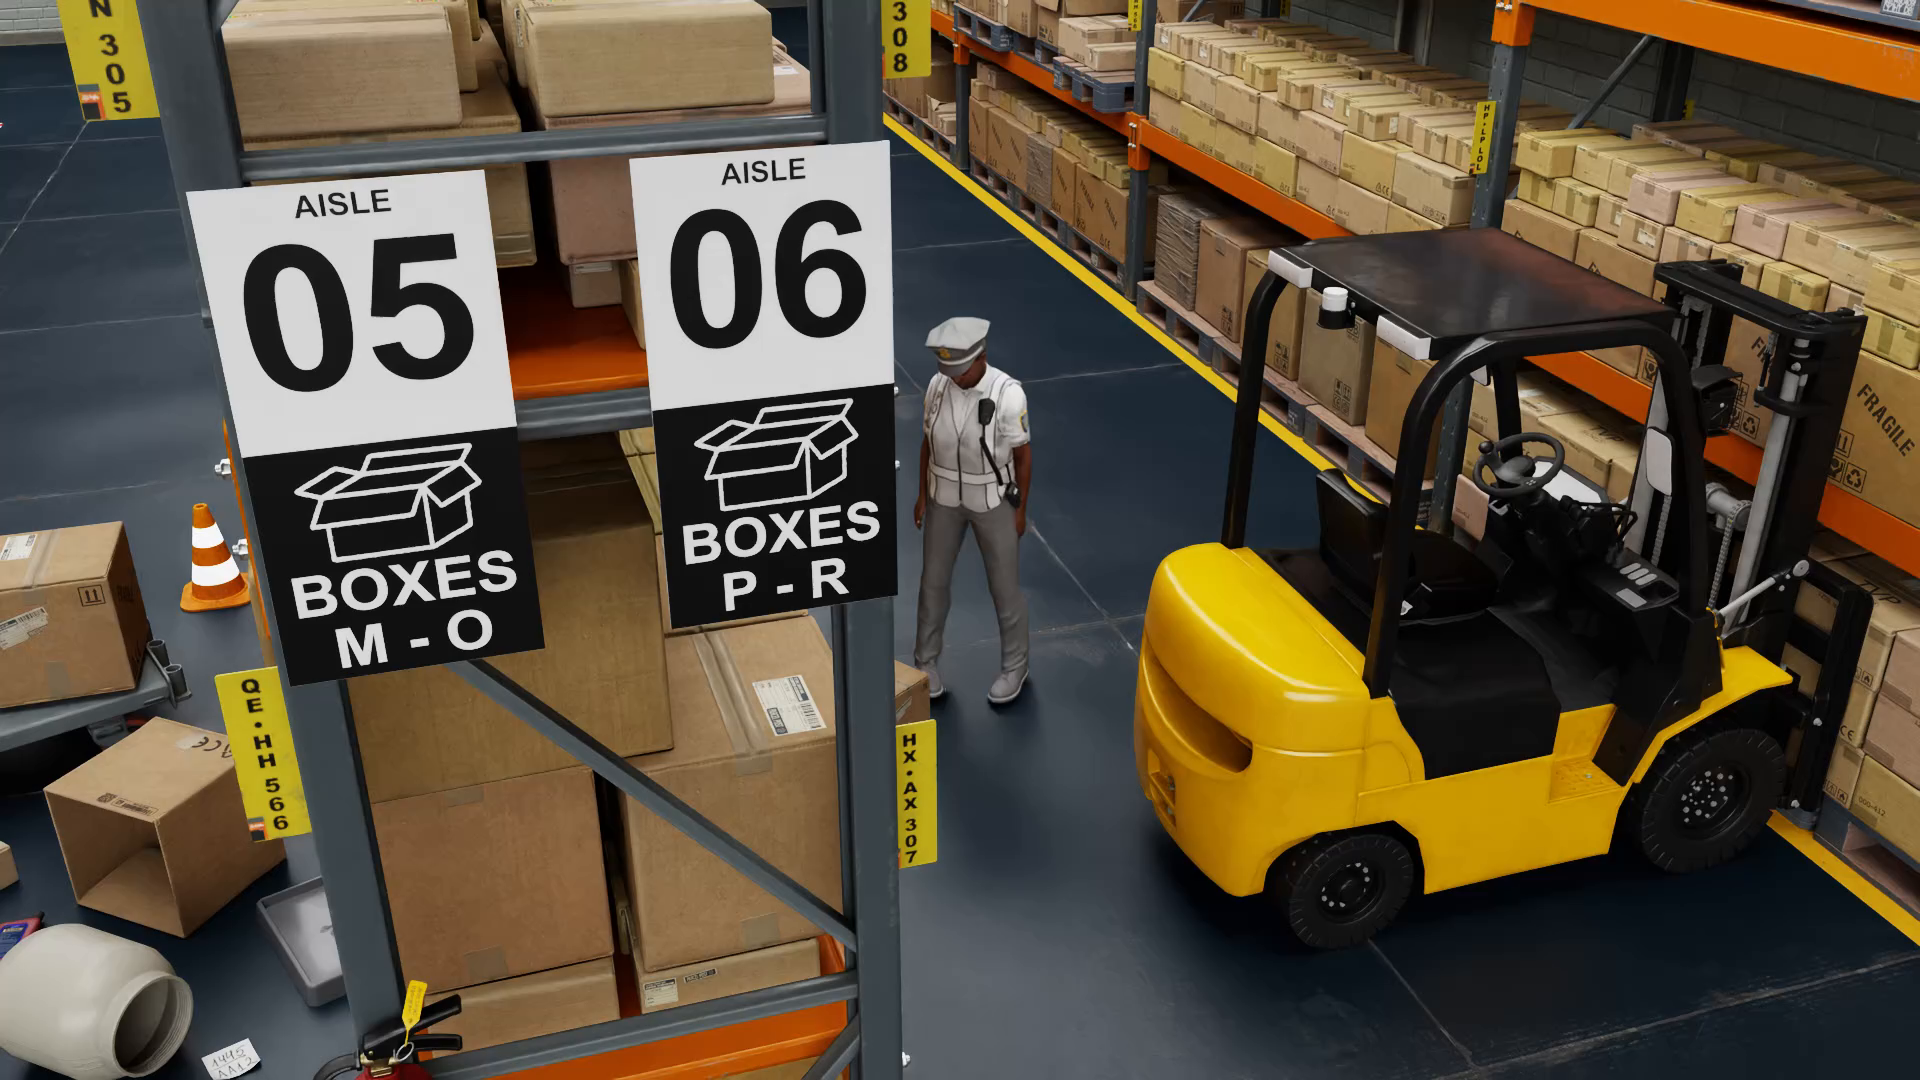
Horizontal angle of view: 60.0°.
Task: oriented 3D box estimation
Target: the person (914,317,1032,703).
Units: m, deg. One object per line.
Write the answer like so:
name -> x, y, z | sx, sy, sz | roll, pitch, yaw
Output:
person -> 0.026, -0.125, 6.840 | 0.505, 1.653, 0.423 | 11, 28, 20
